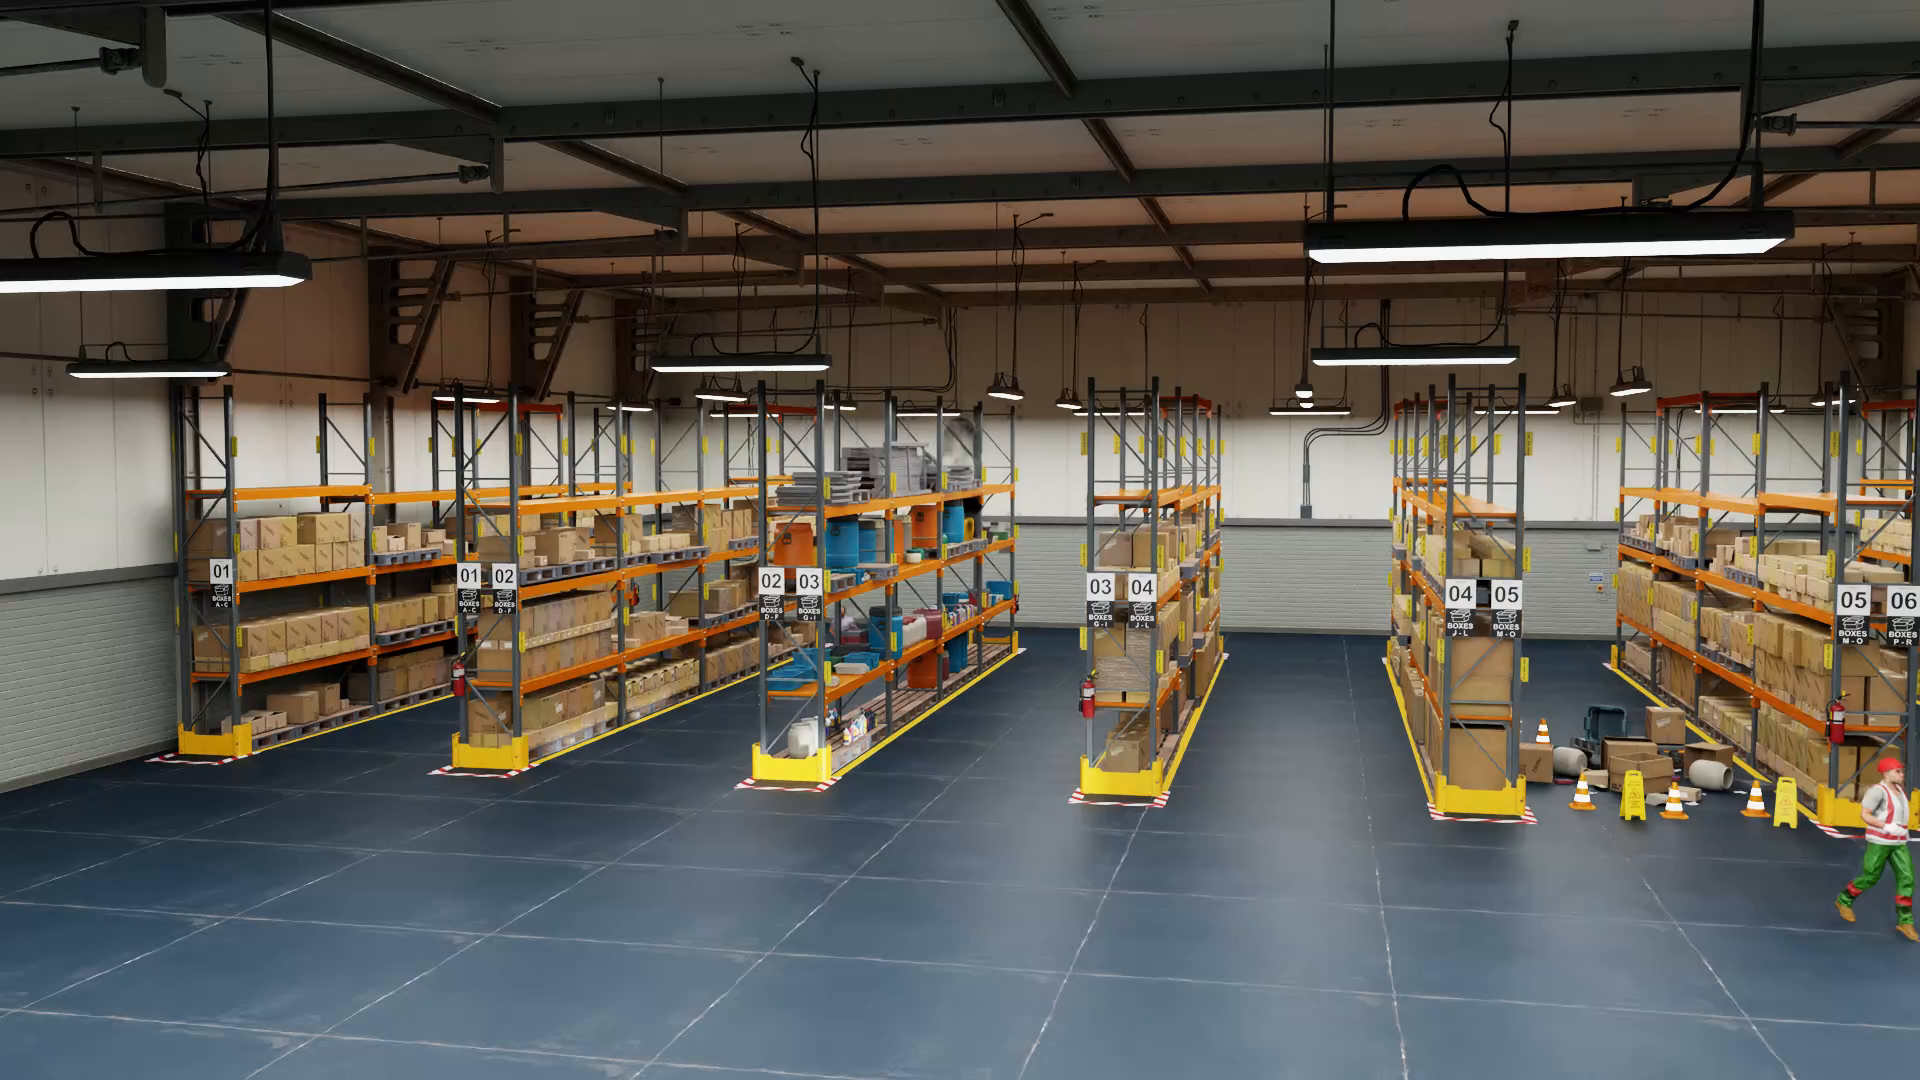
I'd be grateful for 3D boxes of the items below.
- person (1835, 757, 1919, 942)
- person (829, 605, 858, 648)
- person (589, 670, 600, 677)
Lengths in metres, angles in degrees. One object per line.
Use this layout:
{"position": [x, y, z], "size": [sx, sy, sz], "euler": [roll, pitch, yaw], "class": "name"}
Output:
{"position": [9.560, 3.139, 17.150], "size": [0.698, 1.800, 0.945], "euler": [-1, 3, -22], "class": "person"}
{"position": [-2.534, 2.208, 35.662], "size": [0.599, 1.608, 0.539], "euler": [1, 3, 11], "class": "person"}
{"position": [-7.704, 2.260, 34.699], "size": [0.739, 1.578, 0.897], "euler": [-1, 3, -11], "class": "person"}
